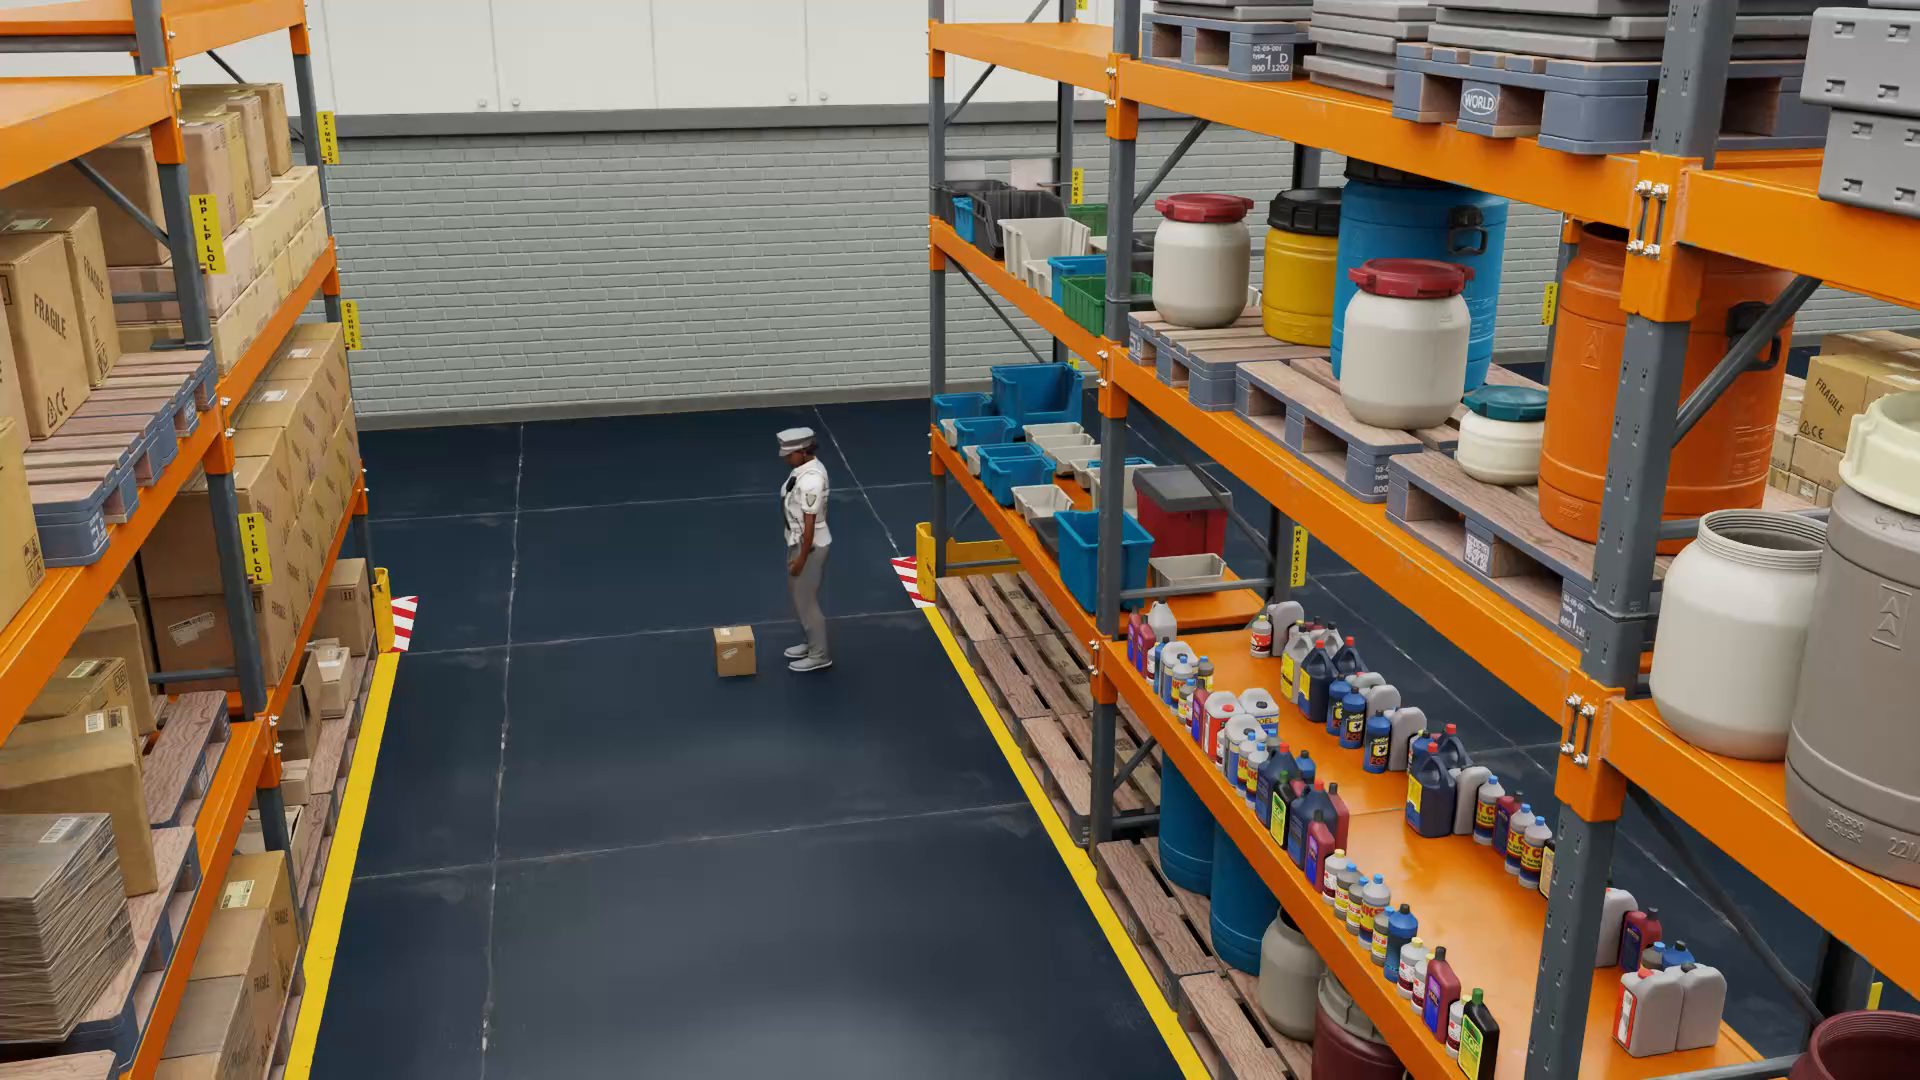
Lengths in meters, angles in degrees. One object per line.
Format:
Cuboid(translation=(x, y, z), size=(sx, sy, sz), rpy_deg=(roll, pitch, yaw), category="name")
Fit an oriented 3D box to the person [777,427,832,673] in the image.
Cuboid(translation=(-1.018, 0.059, 11.022), size=(0.338, 1.652, 0.441), rpy_deg=(-4, 20, -11), category="person")
